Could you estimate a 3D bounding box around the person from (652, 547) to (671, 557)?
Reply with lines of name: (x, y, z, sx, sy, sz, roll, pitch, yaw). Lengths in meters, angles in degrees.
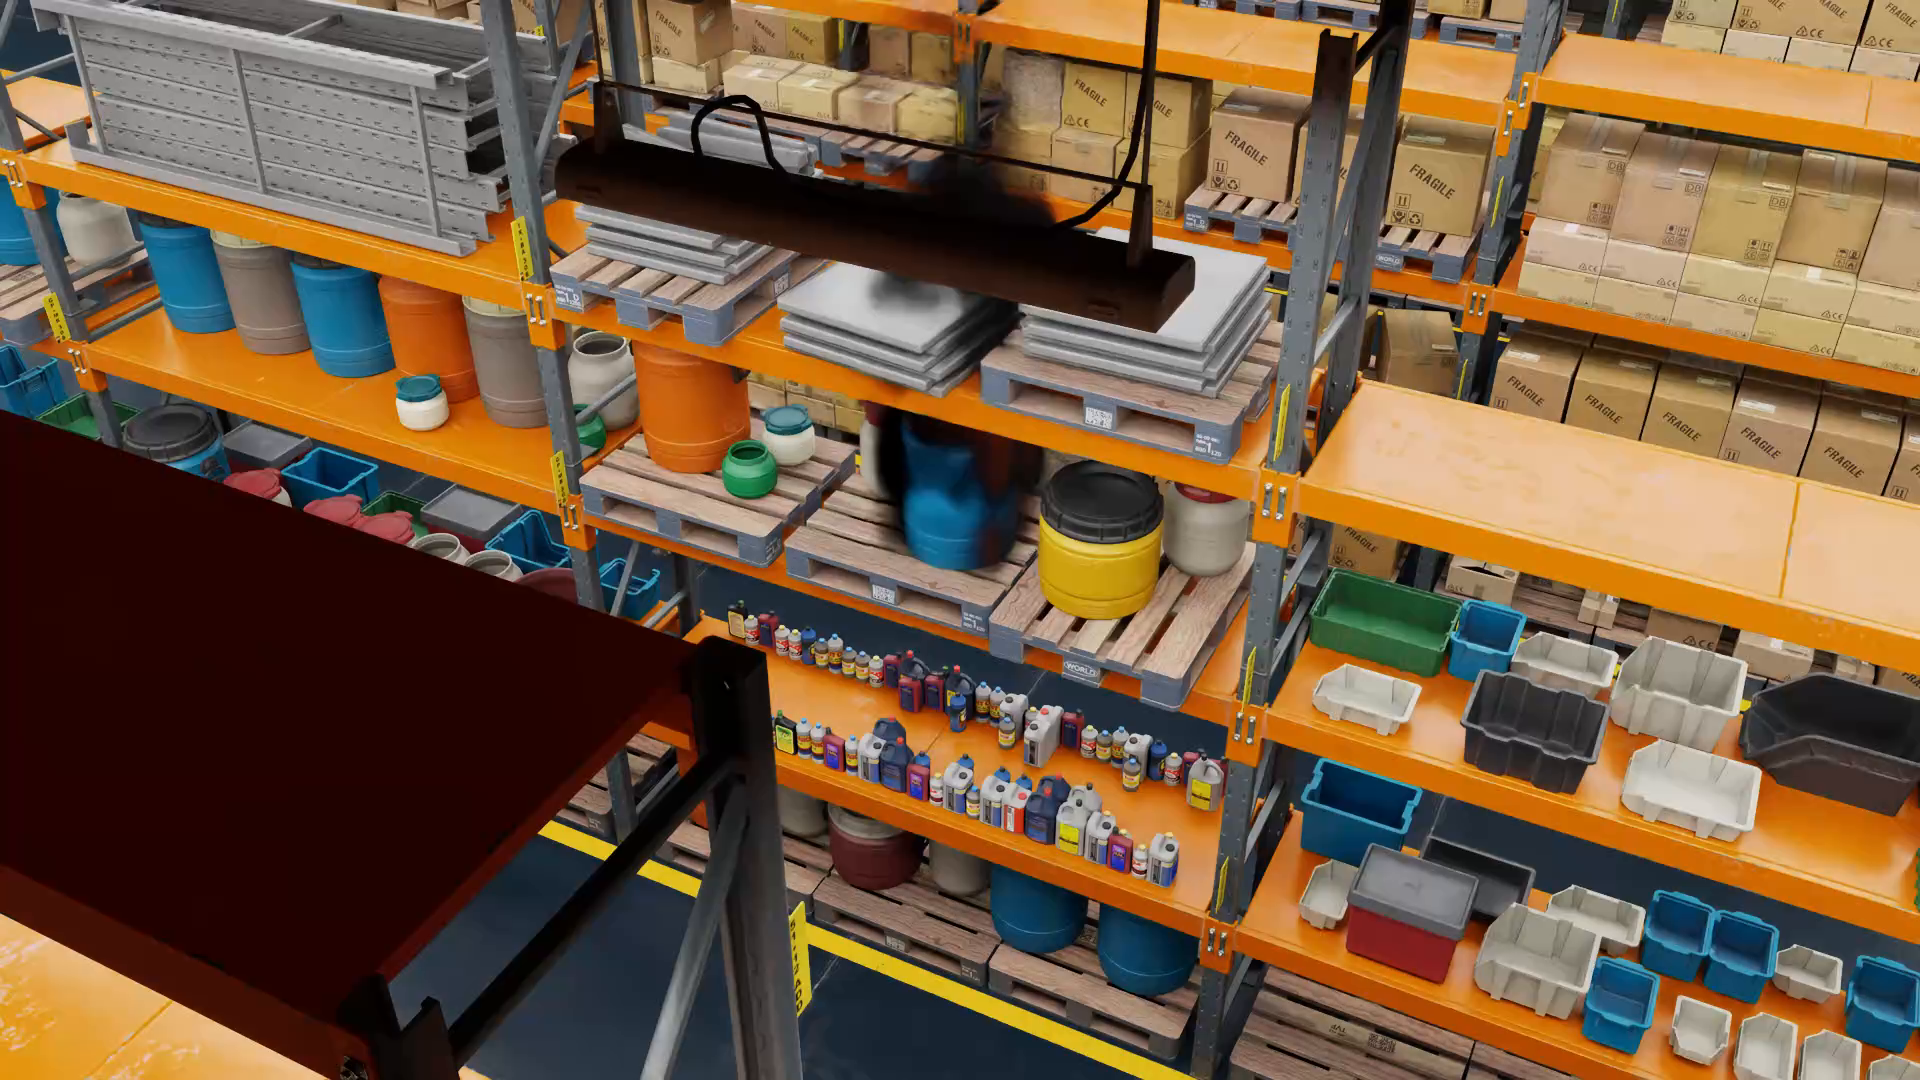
person: (-2.120, -0.623, 13.283, 0.830, 1.793, 0.631, 7, 36, 10)
